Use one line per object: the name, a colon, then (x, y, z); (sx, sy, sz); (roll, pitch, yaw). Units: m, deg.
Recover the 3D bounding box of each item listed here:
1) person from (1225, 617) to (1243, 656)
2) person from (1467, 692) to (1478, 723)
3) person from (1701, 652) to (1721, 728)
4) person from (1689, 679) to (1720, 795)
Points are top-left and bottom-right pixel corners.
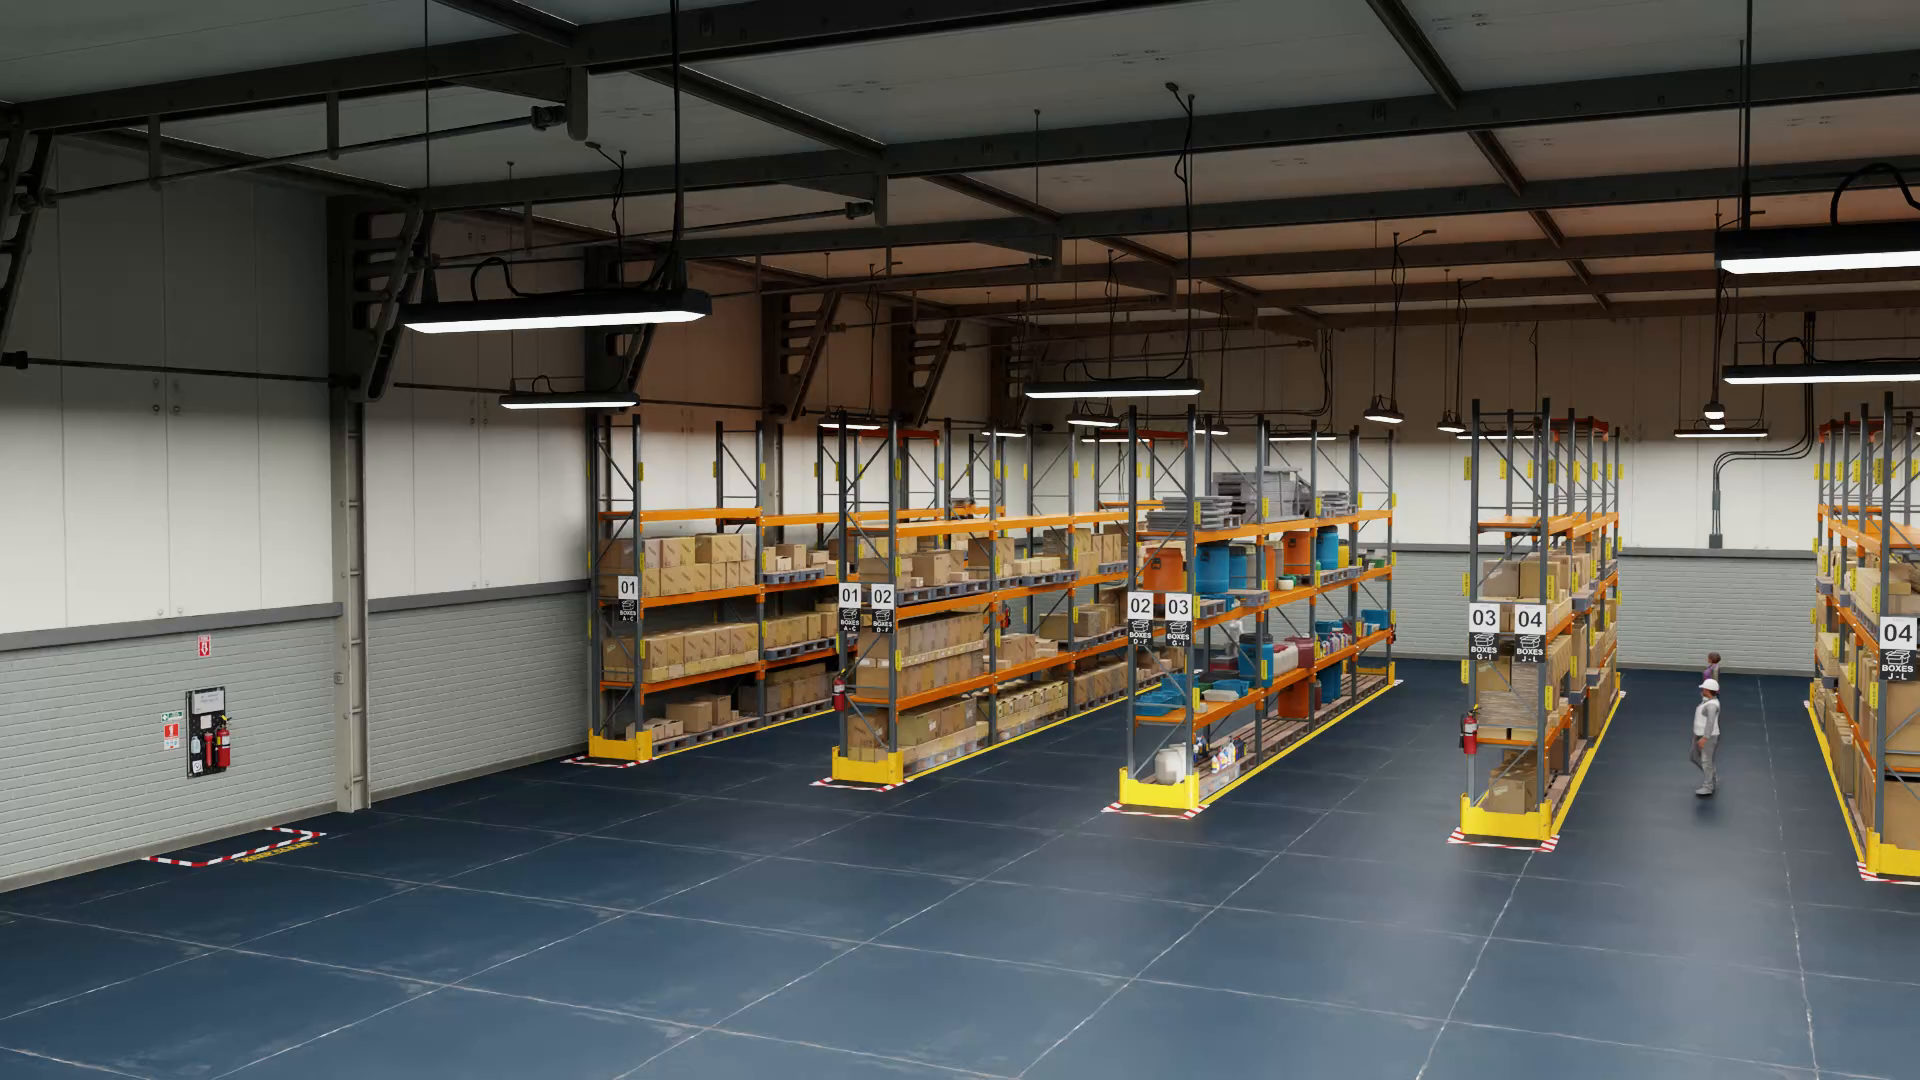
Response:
person: (6.761, 2.516, 40.950); (0.420, 1.587, 0.504); (1, 2, 20)
person: (10.202, 2.818, 32.739); (0.426, 1.673, 0.545); (0, 2, 2)
person: (14.225, 2.918, 31.486); (0.452, 1.612, 0.434); (0, 2, -10)
person: (11.639, 3.044, 25.905); (0.451, 1.773, 0.617); (0, 2, 8)
